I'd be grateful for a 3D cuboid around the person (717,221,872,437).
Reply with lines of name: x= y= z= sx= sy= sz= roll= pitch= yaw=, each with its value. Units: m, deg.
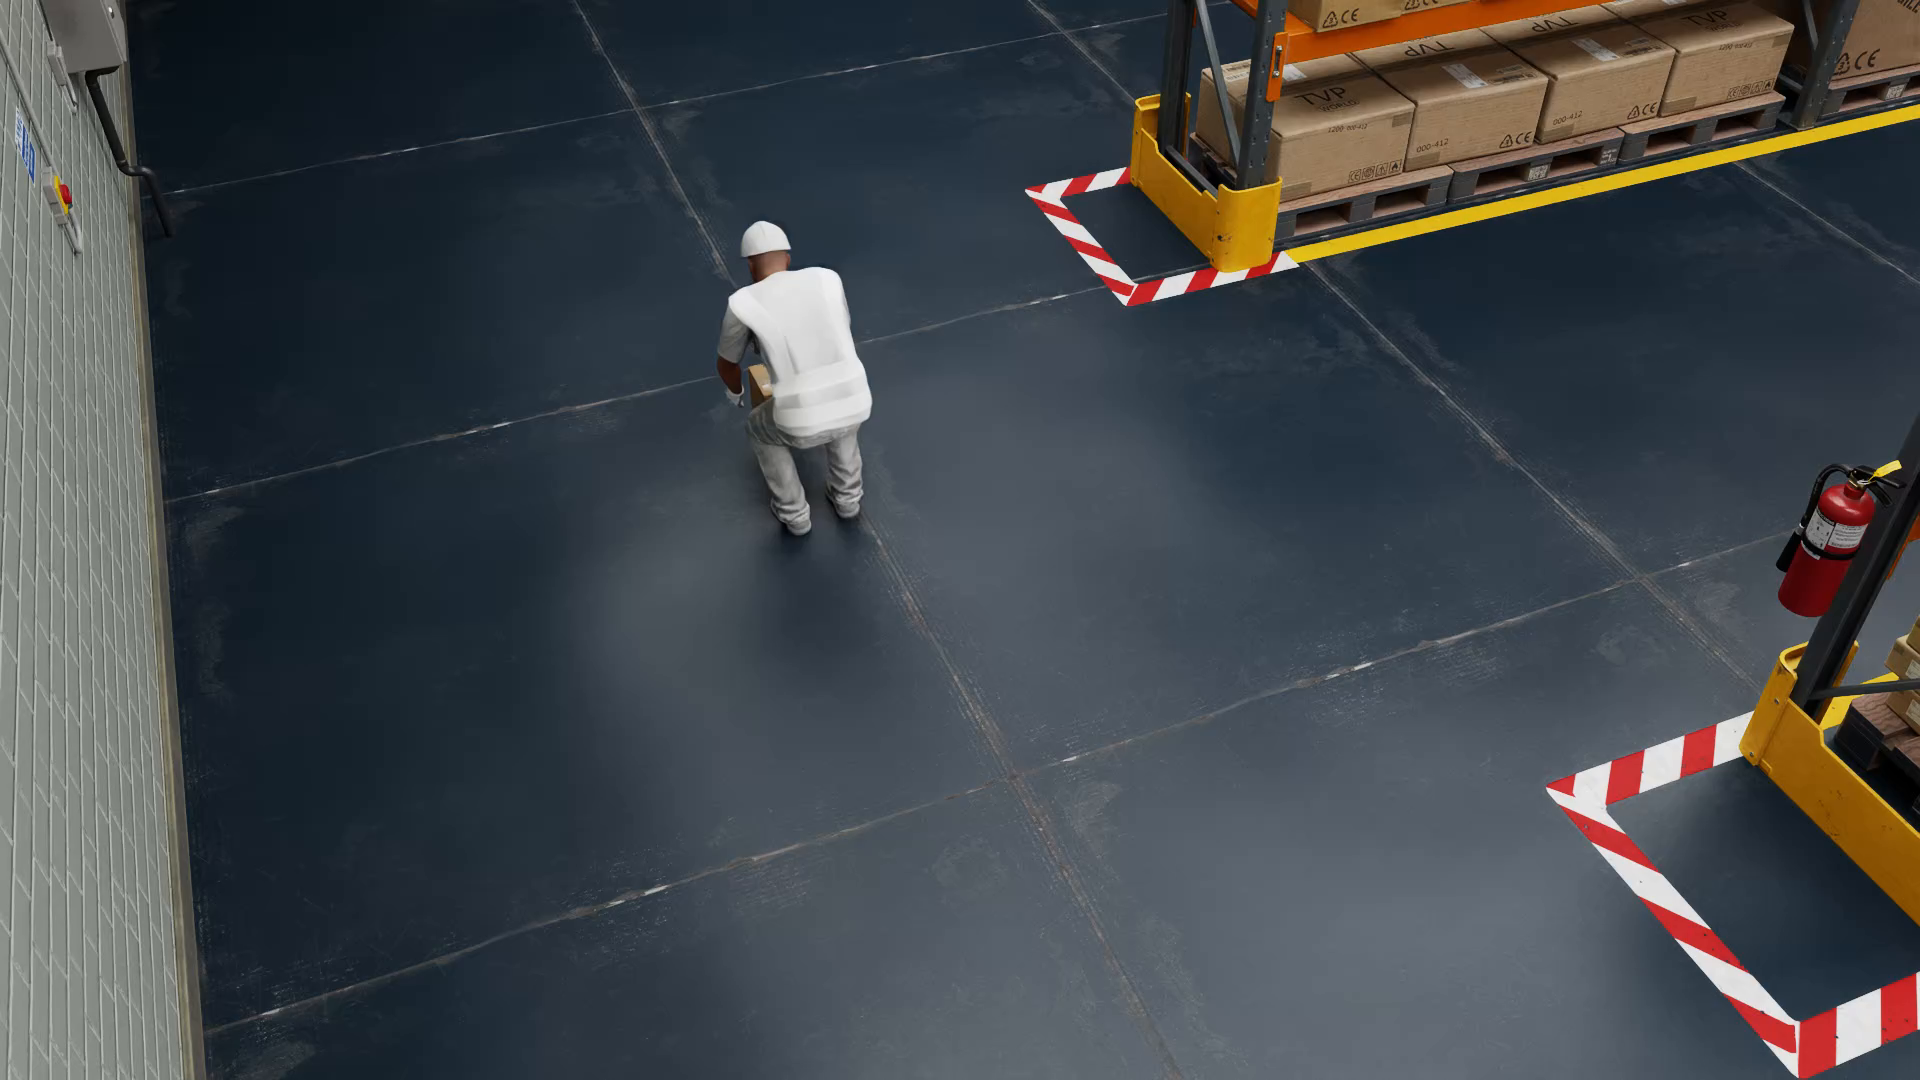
person: x=-0.714 y=-0.810 z=7.110 sx=0.605 sy=0.922 sz=0.813 roll=-15 pitch=44 yaw=-17
